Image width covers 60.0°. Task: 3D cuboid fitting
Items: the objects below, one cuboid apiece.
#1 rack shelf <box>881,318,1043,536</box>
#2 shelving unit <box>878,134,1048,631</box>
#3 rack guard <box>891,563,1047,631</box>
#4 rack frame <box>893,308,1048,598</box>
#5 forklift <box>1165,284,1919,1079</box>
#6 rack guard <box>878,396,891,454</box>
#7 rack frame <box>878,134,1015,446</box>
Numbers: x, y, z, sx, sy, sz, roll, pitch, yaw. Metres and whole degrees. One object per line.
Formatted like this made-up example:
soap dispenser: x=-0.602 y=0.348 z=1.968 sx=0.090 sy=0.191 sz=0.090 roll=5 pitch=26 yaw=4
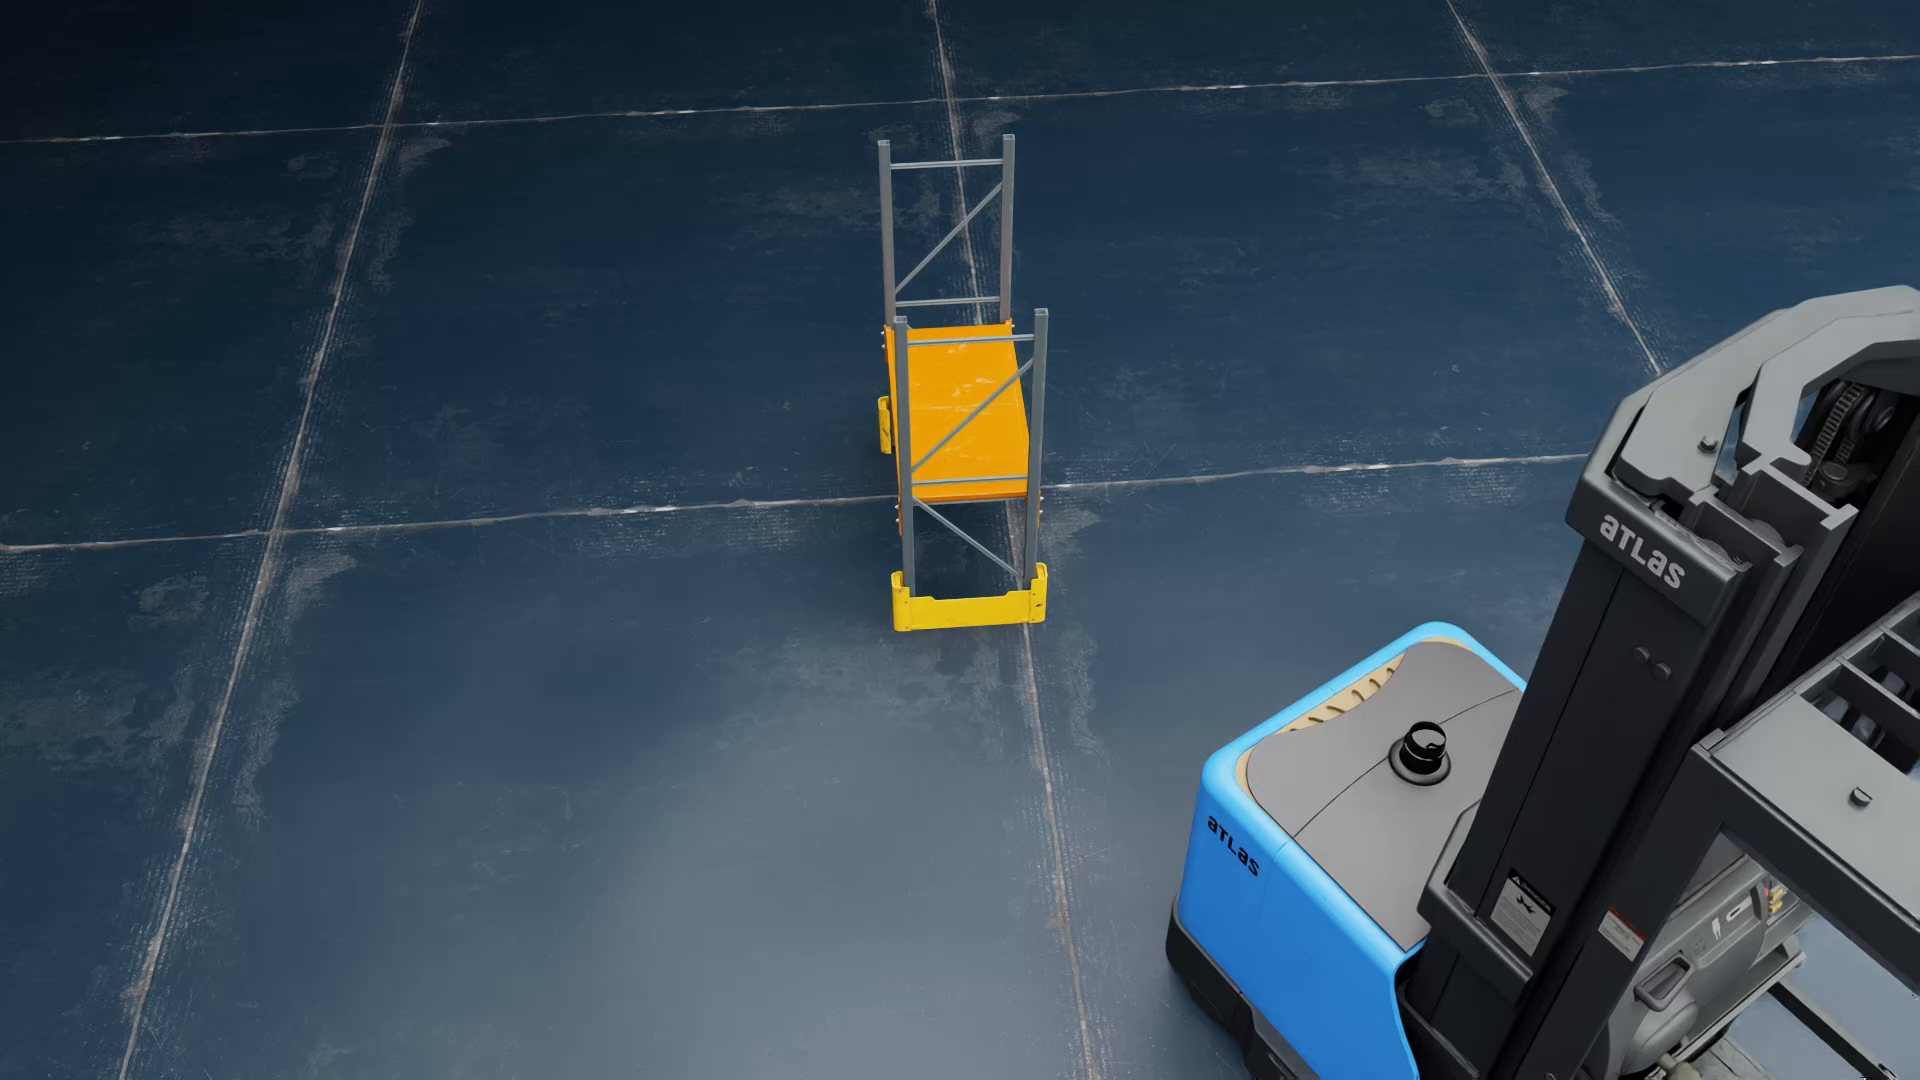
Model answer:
rack shelf: x=-0.007 y=-0.454 z=6.395 sx=0.538 sy=0.185 sz=1.000 roll=-3 pitch=47 yaw=-3
shelving unit: x=-0.006 y=-0.571 z=6.258 sx=0.587 sy=1.500 sz=1.083 roll=-3 pitch=47 yaw=-3
rack guard: x=0.035 y=0.219 z=6.370 sx=0.587 sy=0.250 sz=0.087 roll=-3 pitch=47 yaw=-3
rack frame: x=0.035 y=-0.210 z=5.916 sx=0.500 sy=1.500 sz=0.032 roll=-3 pitch=47 yaw=-3
forklift: x=1.925 y=1.032 z=3.754 sx=1.130 sy=2.935 sz=3.031 roll=-27 pitch=52 yaw=-23
rack guard: x=-0.048 y=-0.501 z=7.053 sx=0.587 sy=0.250 sz=0.087 roll=-3 pitch=47 yaw=-3
rack frame: x=-0.050 y=-0.945 z=6.612 sx=0.500 sy=1.500 sz=0.032 roll=-3 pitch=47 yaw=-3
